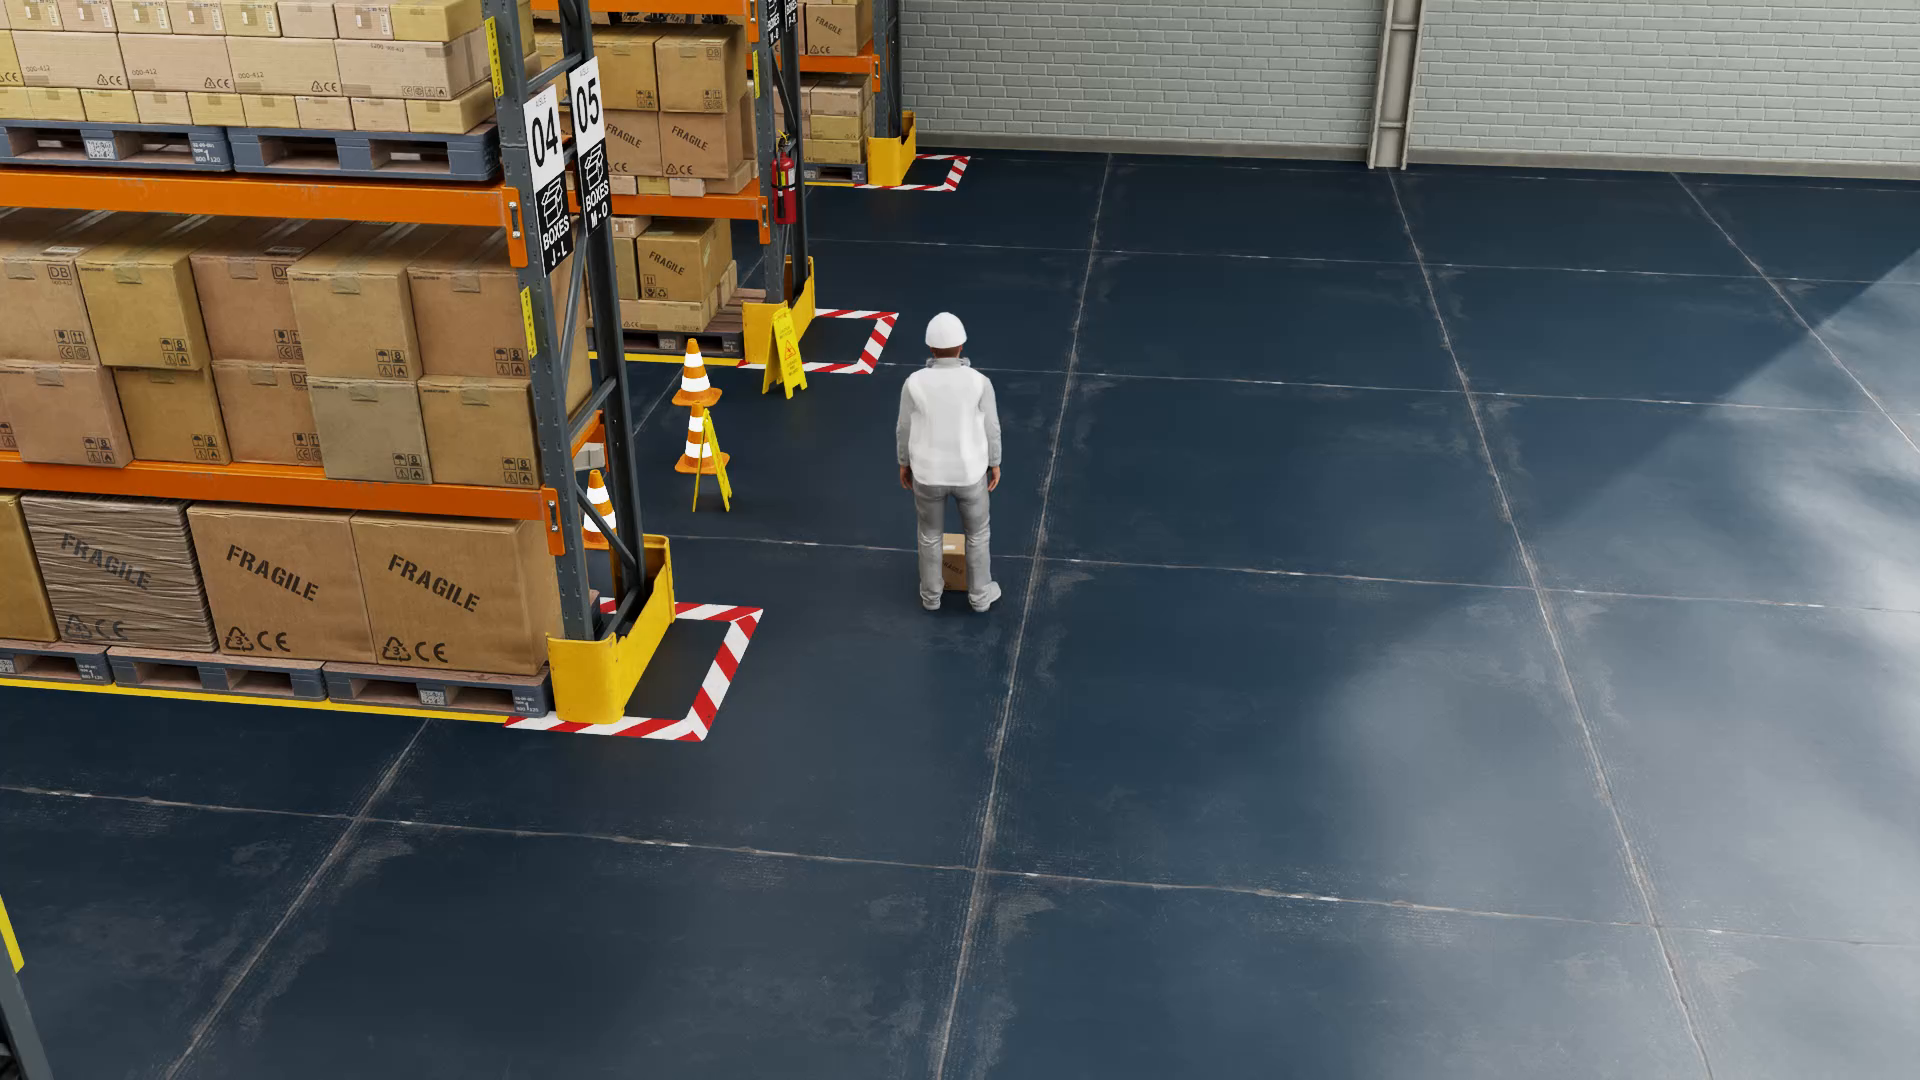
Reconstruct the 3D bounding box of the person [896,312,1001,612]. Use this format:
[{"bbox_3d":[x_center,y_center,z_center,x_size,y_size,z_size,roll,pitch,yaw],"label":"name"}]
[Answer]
[{"bbox_3d":[-0.058,-0.415,9.369,0.593,1.771,0.464,2,28,3],"label":"person"}]
